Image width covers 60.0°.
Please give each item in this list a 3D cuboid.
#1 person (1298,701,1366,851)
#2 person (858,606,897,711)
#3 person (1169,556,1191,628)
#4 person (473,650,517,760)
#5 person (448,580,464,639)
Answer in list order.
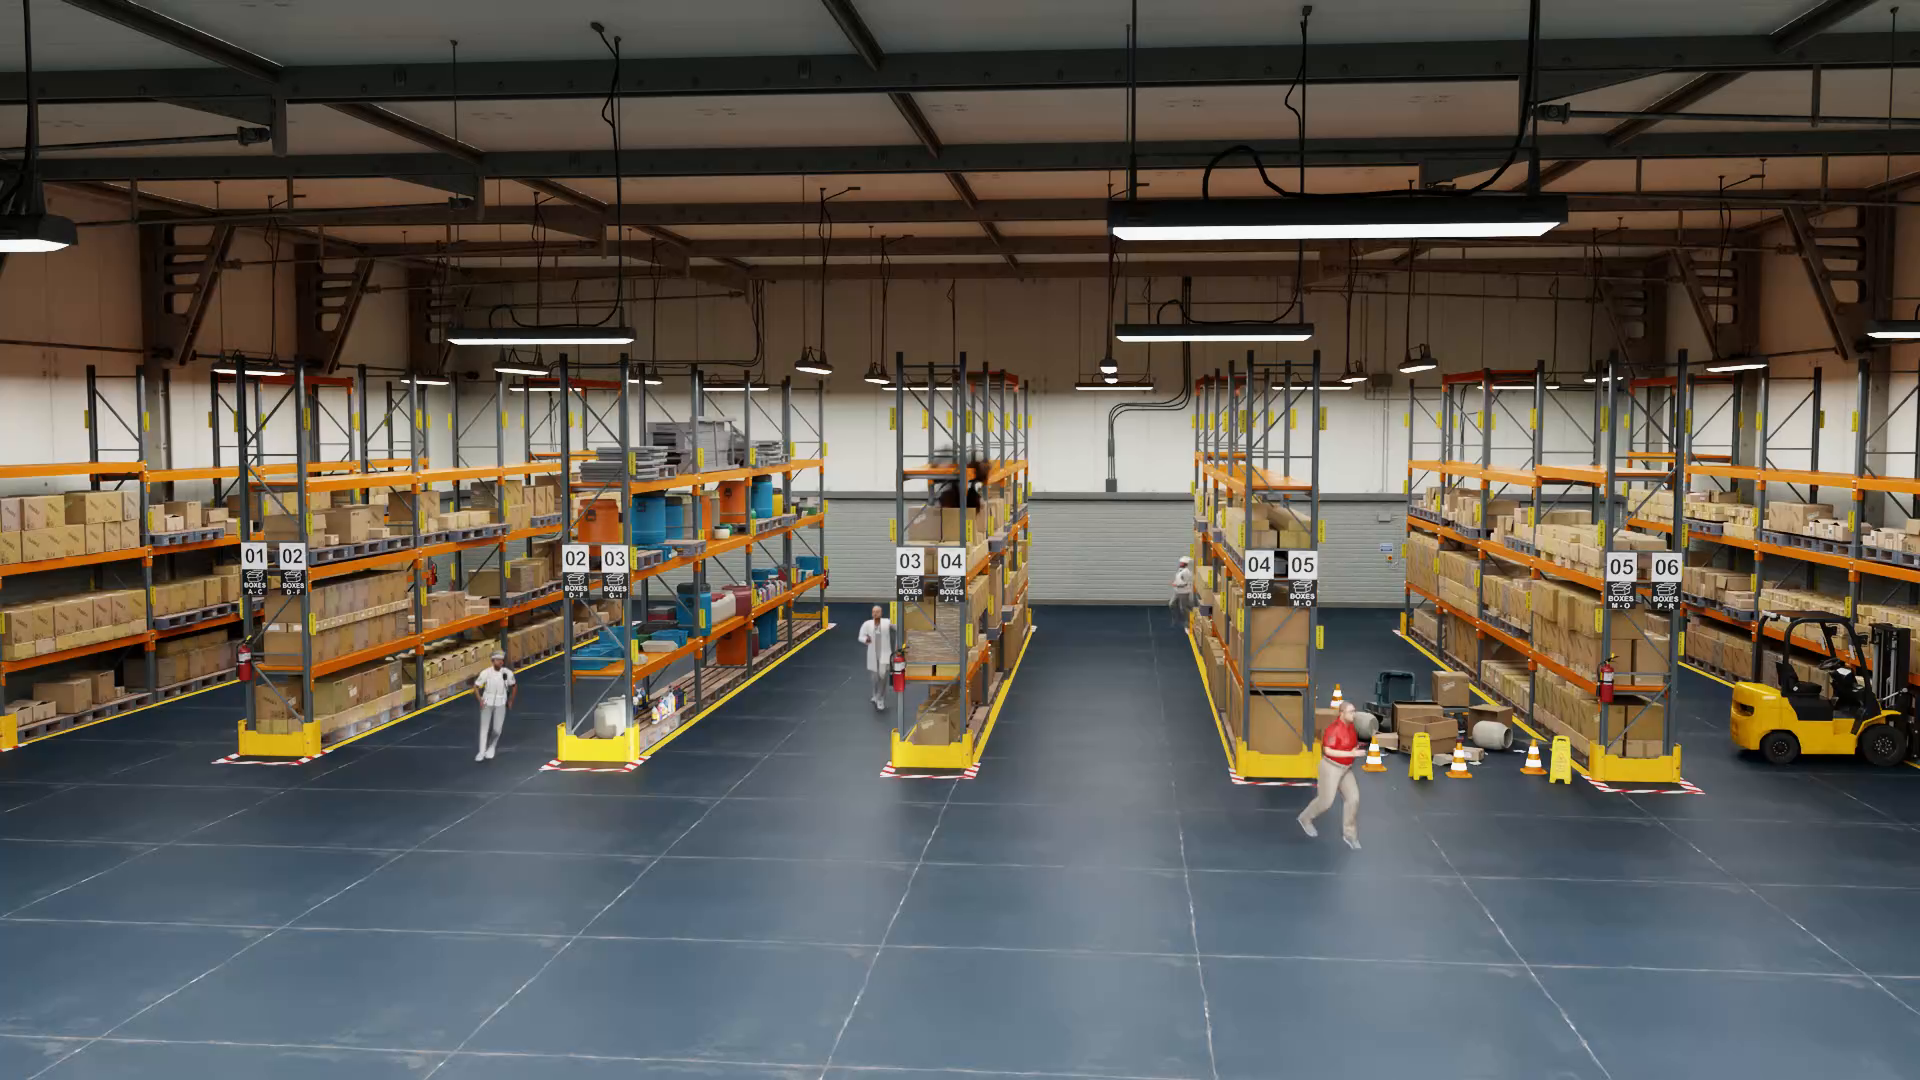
[{"bbox_3d":[4.419,2.779,19.681,0.677,1.791,0.952,-4,5,-41],"label":"person"},{"bbox_3d":[-1.397,2.051,29.116,0.727,1.824,0.973,1,4,8],"label":"person"},{"bbox_3d":[5.399,1.281,40.302,0.674,1.785,0.657,-1,4,-19],"label":"person"},{"bbox_3d":[-6.855,2.439,24.546,0.635,1.635,0.550,-1,4,-16],"label":"person"},{"bbox_3d":[-11.039,1.653,36.247,0.553,1.567,0.534,0,4,4],"label":"person"}]
